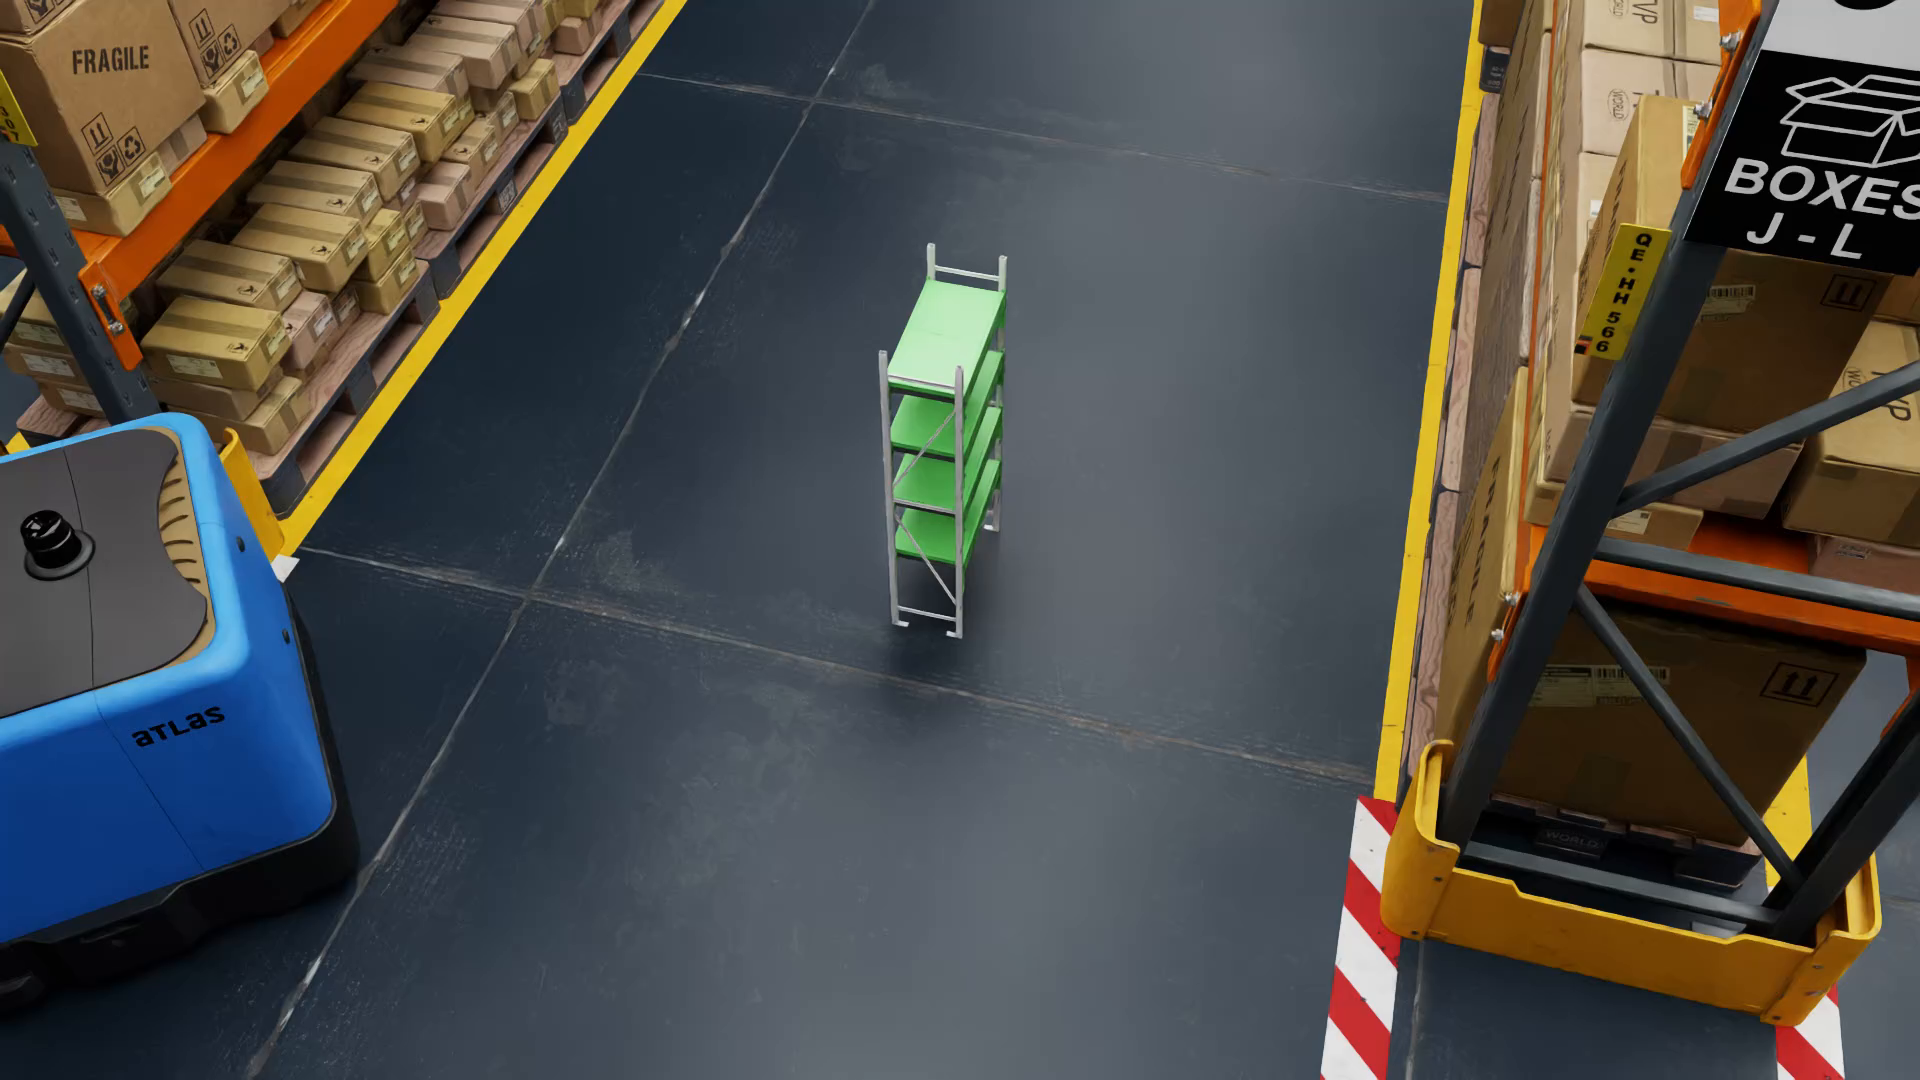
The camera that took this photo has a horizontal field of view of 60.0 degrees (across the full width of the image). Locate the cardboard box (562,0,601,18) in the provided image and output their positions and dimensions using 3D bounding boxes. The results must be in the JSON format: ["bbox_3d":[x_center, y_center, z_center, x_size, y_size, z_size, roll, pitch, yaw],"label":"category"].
[{"bbox_3d":[-1.783,-2.453,7.337,0.380,0.149,0.250,10,49,9],"label":"cardboard box"}]

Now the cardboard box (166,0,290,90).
[{"bbox_3d":[-2.446,-1.746,5.025,0.500,0.500,0.500,12,50,10],"label":"cardboard box"}]

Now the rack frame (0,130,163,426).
[{"bbox_3d":[-2.947,-0.952,4.589,1.000,3.000,0.127,12,50,10],"label":"rack frame"}]

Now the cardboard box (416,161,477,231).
[{"bbox_3d":[-2.154,-1.379,6.588,0.380,0.149,0.250,9,49,8],"label":"cardboard box"}]

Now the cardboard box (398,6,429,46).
[{"bbox_3d":[-2.476,-2.167,7.085,0.380,0.149,0.250,14,50,12],"label":"cardboard box"}]

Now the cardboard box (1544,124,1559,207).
[{"bbox_3d":[1.923,-1.066,4.858,0.380,0.149,0.250,12,50,10],"label":"cardboard box"}]

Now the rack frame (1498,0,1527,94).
[{"bbox_3d":[2.864,-2.793,6.215,1.000,3.000,0.127,12,50,10],"label":"rack frame"}]

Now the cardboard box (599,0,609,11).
[{"bbox_3d":[-1.818,-2.518,7.593,0.380,0.149,0.250,13,50,11],"label":"cardboard box"}]

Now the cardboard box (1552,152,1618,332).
[{"bbox_3d":[1.817,-0.718,4.285,0.500,0.250,0.500,11,49,9],"label":"cardboard box"}]

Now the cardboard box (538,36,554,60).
[{"bbox_3d":[-2.011,-2.148,7.266,0.380,0.149,0.250,10,49,9],"label":"cardboard box"}]

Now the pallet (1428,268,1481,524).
[{"bbox_3d":[2.270,-0.451,6.007,1.003,0.211,1.213,12,50,10],"label":"pallet"}]

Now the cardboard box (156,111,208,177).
[{"bbox_3d":[-2.518,-1.231,5.003,0.380,0.149,0.250,13,50,11],"label":"cardboard box"}]

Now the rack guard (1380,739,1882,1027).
[{"bbox_3d":[1.805,0.945,4.583,1.175,0.500,0.348,12,50,10],"label":"rack guard"}]

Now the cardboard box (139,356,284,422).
[{"bbox_3d":[-2.561,-0.574,5.679,0.380,0.149,0.250,13,50,12],"label":"cardboard box"}]

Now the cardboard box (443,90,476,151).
[{"bbox_3d":[-2.193,-1.728,6.698,0.380,0.149,0.250,14,50,12],"label":"cardboard box"}]

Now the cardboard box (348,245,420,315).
[{"bbox_3d":[-2.278,-1.013,6.265,0.380,0.149,0.250,12,50,10],"label":"cardboard box"}]

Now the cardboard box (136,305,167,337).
[{"bbox_3d":[-2.963,-0.862,5.933,0.380,0.149,0.250,11,49,9],"label":"cardboard box"}]

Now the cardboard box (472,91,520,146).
[{"bbox_3d":[-2.074,-1.766,6.929,0.380,0.149,0.250,12,50,11],"label":"cardboard box"}]

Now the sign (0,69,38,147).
[{"bbox_3d":[-2.423,-1.131,4.170,0.100,0.325,0.005,12,50,10],"label":"sign"}]

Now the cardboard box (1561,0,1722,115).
[{"bbox_3d":[2.084,-1.464,4.943,0.500,0.250,0.500,12,50,10],"label":"cardboard box"}]

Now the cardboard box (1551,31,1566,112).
[{"bbox_3d":[2.057,-1.434,5.182,0.380,0.149,0.250,10,49,9],"label":"cardboard box"}]

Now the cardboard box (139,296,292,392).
[{"bbox_3d":[-2.481,-0.656,5.553,0.380,0.149,0.250,10,49,8],"label":"cardboard box"}]

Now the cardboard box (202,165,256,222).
[{"bbox_3d":[-2.856,-1.335,6.152,0.380,0.149,0.250,10,49,9],"label":"cardboard box"}]

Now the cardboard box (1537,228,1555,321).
[{"bbox_3d":[1.789,-0.690,4.526,0.380,0.149,0.250,12,50,11],"label":"cardboard box"}]

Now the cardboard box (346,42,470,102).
[{"bbox_3d":[-2.180,-1.813,6.574,0.380,0.149,0.250,12,50,10],"label":"cardboard box"}]

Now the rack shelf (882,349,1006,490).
[{"bbox_3d":[-0.044,-0.394,5.062,0.258,0.148,0.480,12,50,10],"label":"rack shelf"}]

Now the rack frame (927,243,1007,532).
[{"bbox_3d":[0.021,-0.454,5.350,0.240,1.200,0.015,12,50,10],"label":"rack frame"}]

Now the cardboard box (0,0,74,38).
[{"bbox_3d":[-2.573,-1.687,4.306,0.500,0.500,0.500,11,50,10],"label":"cardboard box"}]

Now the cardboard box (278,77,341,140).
[{"bbox_3d":[-2.662,-1.709,6.482,0.380,0.149,0.250,10,49,9],"label":"cardboard box"}]

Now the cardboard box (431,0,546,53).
[{"bbox_3d":[-1.950,-2.168,6.888,0.380,0.149,0.250,9,49,8],"label":"cardboard box"}]

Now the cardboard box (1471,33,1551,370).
[{"bbox_3d":[2.377,-1.116,5.872,0.875,0.875,0.875,12,50,10],"label":"cardboard box"}]

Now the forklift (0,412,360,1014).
[{"bbox_3d":[-3.313,0.144,3.668,3.031,2.935,1.130,-19,51,-16],"label":"forklift"}]

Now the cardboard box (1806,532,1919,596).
[{"bbox_3d":[2.223,-0.008,3.924,0.380,0.149,0.250,12,50,10],"label":"cardboard box"}]

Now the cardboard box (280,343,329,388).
[{"bbox_3d":[-2.510,-0.669,5.961,0.380,0.149,0.250,11,50,10],"label":"cardboard box"}]

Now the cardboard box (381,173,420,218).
[{"bbox_3d":[-2.305,-1.330,6.346,0.380,0.149,0.250,9,49,8],"label":"cardboard box"}]

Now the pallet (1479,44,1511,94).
[{"bbox_3d":[2.995,-2.443,7.766,1.003,0.211,1.213,12,50,10],"label":"pallet"}]

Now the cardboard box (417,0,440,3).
[{"bbox_3d":[-2.380,-2.456,7.141,0.380,0.149,0.250,10,49,9],"label":"cardboard box"}]

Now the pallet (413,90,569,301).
[{"bbox_3d":[-2.356,-1.544,6.972,1.003,0.211,1.213,12,50,10],"label":"pallet"}]

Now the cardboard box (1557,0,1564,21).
[{"bbox_3d":[2.193,-1.805,5.510,0.380,0.149,0.250,11,49,10],"label":"cardboard box"}]

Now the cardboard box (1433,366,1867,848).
[{"bbox_3d":[1.903,0.185,4.723,0.875,0.875,0.875,12,50,10],"label":"cardboard box"}]

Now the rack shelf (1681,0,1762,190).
[{"bbox_3d":[2.338,-2.101,4.083,1.077,0.370,4.000,12,50,10],"label":"rack shelf"}]

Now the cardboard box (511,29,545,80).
[{"bbox_3d":[-1.992,-2.103,7.028,0.380,0.149,0.250,13,50,11],"label":"cardboard box"}]

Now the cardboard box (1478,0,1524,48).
[{"bbox_3d":[3.014,-2.696,7.266,1.225,0.875,0.875,12,50,10],"label":"cardboard box"}]

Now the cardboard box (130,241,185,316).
[{"bbox_3d":[-2.930,-0.948,5.810,0.380,0.149,0.250,12,50,11],"label":"cardboard box"}]

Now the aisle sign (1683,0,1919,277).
[{"bbox_3d":[1.503,-0.767,2.693,0.394,0.787,0.004,12,50,10],"label":"aisle sign"}]

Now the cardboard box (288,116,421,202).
[{"bbox_3d":[-2.267,-1.431,6.237,0.380,0.149,0.250,13,50,12],"label":"cardboard box"}]

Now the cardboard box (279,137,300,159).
[{"bbox_3d":[-2.739,-1.619,6.601,0.380,0.149,0.250,14,50,12],"label":"cardboard box"}]

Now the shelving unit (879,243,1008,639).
[{"bbox_3d":[-0.044,-0.277,5.194,0.258,1.200,0.503,12,50,10],"label":"shelving unit"}]

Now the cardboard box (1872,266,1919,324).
[{"bbox_3d":[2.330,-0.852,3.903,0.500,0.500,0.500,10,49,9],"label":"cardboard box"}]

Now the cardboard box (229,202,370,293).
[{"bbox_3d":[-2.335,-1.036,5.889,0.380,0.149,0.250,11,50,10],"label":"cardboard box"}]

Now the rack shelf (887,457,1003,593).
[{"bbox_3d":[-0.044,-0.076,5.422,0.258,0.148,0.480,12,50,10],"label":"rack shelf"}]

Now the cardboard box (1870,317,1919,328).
[{"bbox_3d":[2.329,-0.620,4.198,0.500,0.250,0.500,11,49,10],"label":"cardboard box"}]

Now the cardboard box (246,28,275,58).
[{"bbox_3d":[-2.460,-1.629,5.355,0.380,0.149,0.250,14,50,12],"label":"cardboard box"}]

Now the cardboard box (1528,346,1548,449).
[{"bbox_3d":[1.654,-0.328,4.206,0.380,0.149,0.250,12,50,10],"label":"cardboard box"}]

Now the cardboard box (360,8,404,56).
[{"bbox_3d":[-2.518,-2.075,6.805,0.380,0.149,0.250,10,49,8],"label":"cardboard box"}]

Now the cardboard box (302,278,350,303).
[{"bbox_3d":[-2.456,-0.956,6.016,0.380,0.149,0.250,12,50,11],"label":"cardboard box"}]

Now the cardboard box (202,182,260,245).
[{"bbox_3d":[-2.778,-1.234,6.262,0.380,0.149,0.250,11,49,10],"label":"cardboard box"}]
